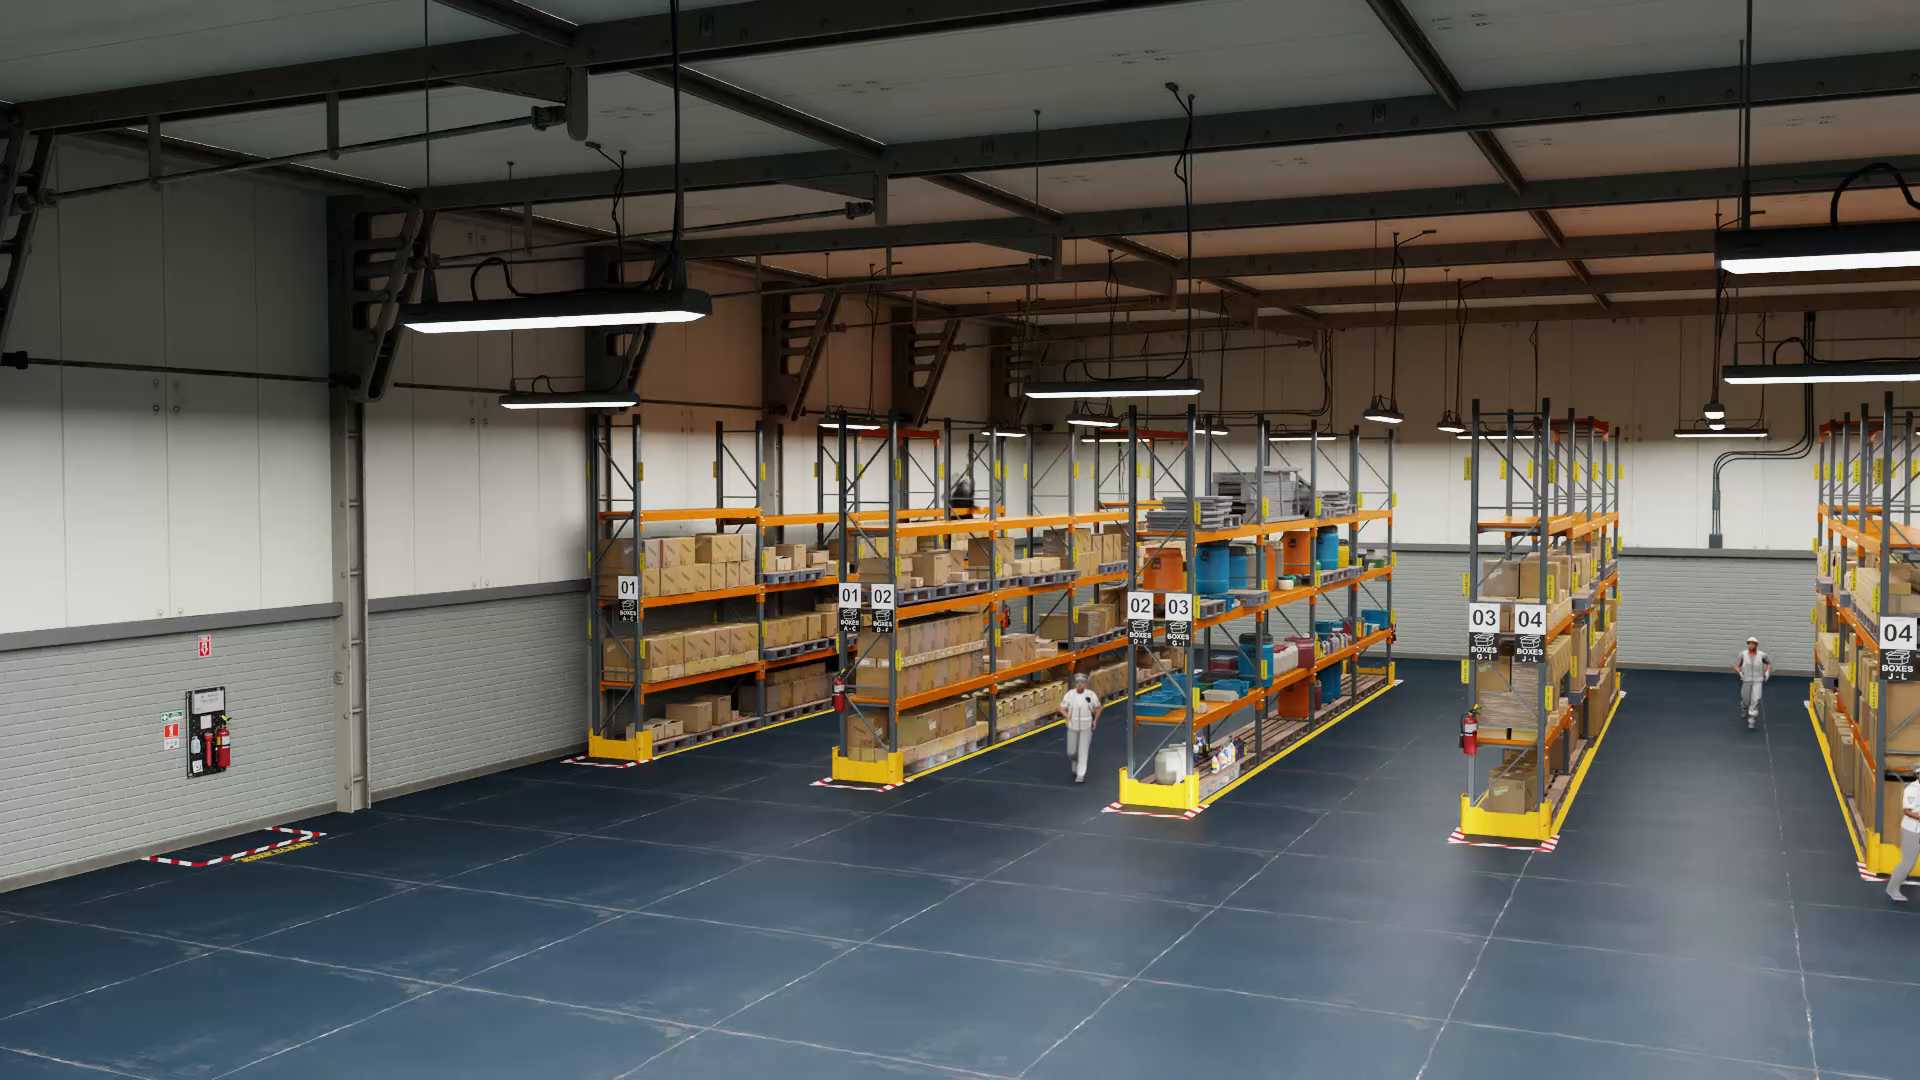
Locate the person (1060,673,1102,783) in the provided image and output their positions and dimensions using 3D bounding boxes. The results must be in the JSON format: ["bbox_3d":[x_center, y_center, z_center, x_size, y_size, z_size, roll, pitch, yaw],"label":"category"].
[{"bbox_3d":[1.952,3.016,26.939,0.668,1.749,0.741,0,2,9],"label":"person"}]

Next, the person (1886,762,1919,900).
[{"bbox_3d":[11.019,3.393,19.069,0.598,1.767,0.742,-1,3,-20],"label":"person"}]

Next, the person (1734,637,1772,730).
[{"bbox_3d":[15.537,2.788,32.584,0.663,1.779,0.867,1,3,27],"label":"person"}]
